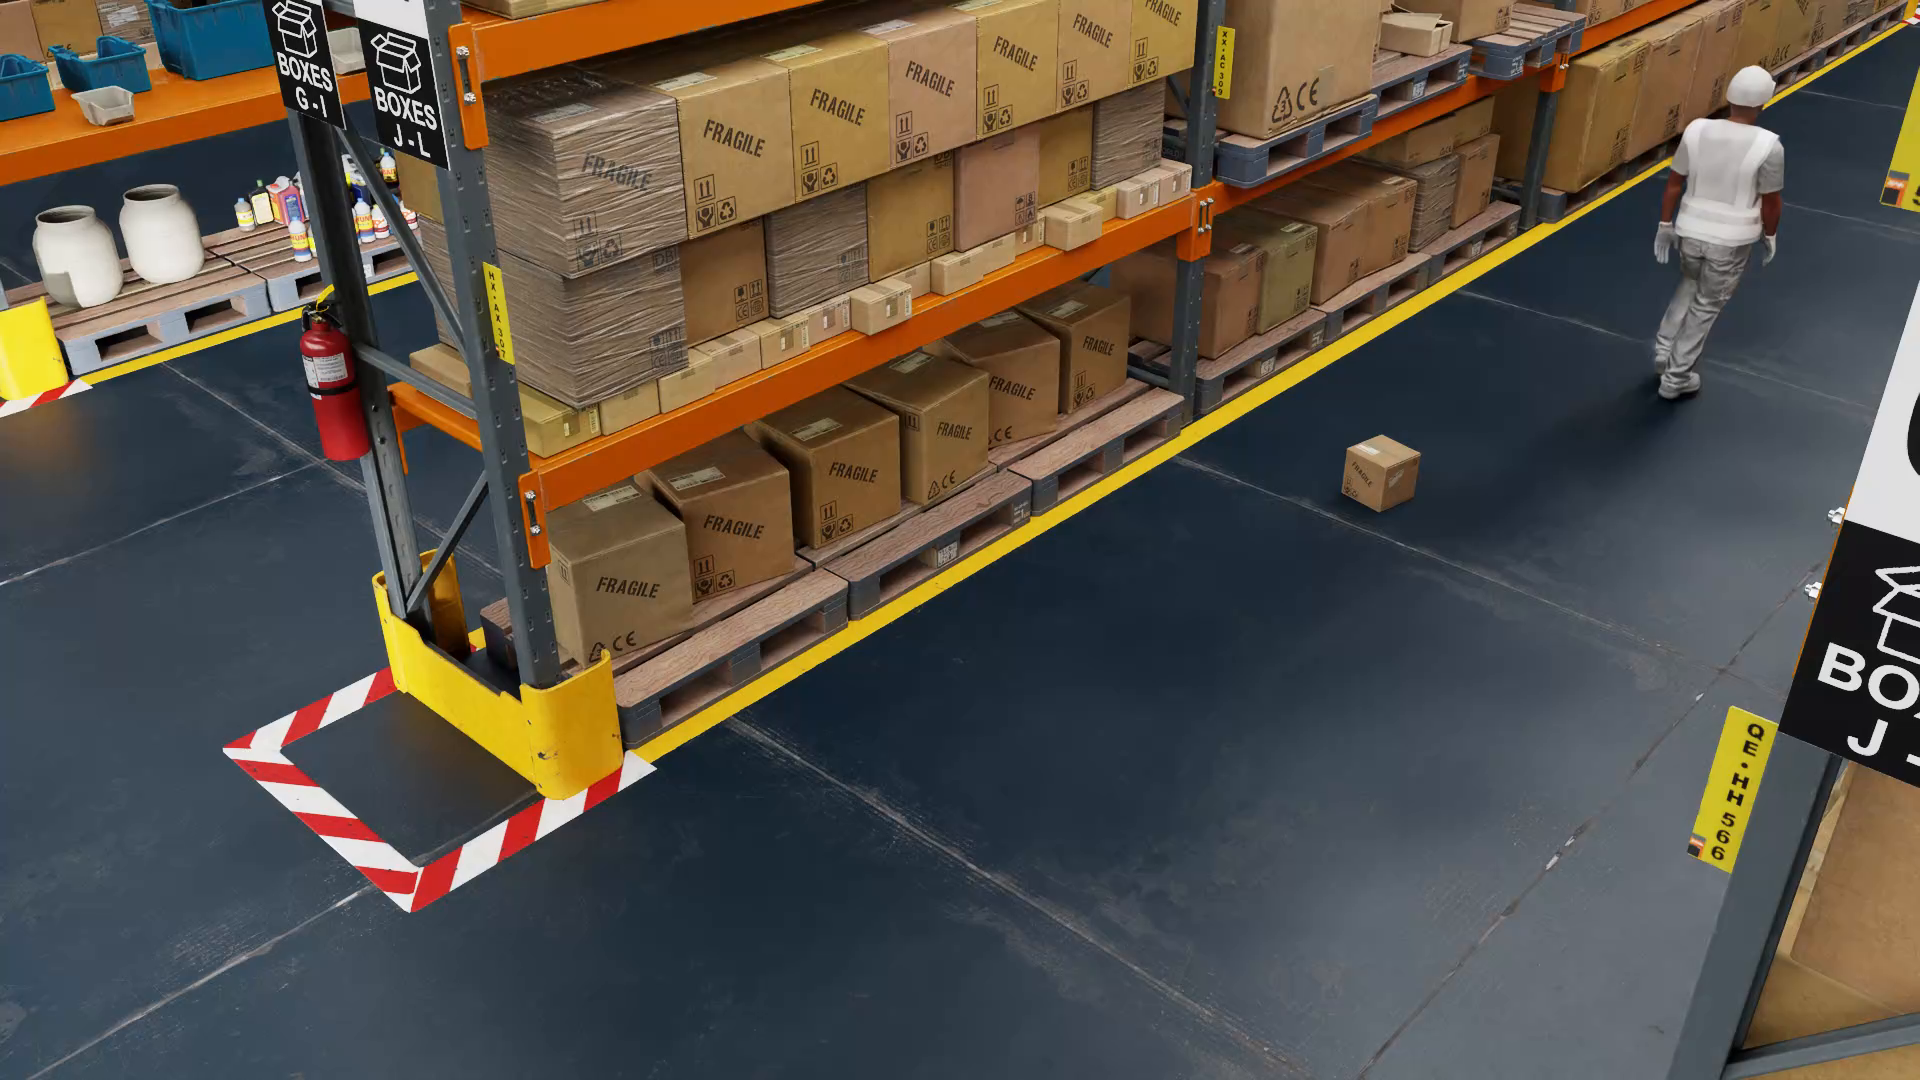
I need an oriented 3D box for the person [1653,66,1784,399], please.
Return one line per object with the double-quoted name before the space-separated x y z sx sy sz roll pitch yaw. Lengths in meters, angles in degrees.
"person" 4.006 -1.596 8.771 0.488 1.826 0.544 -22 37 -32
